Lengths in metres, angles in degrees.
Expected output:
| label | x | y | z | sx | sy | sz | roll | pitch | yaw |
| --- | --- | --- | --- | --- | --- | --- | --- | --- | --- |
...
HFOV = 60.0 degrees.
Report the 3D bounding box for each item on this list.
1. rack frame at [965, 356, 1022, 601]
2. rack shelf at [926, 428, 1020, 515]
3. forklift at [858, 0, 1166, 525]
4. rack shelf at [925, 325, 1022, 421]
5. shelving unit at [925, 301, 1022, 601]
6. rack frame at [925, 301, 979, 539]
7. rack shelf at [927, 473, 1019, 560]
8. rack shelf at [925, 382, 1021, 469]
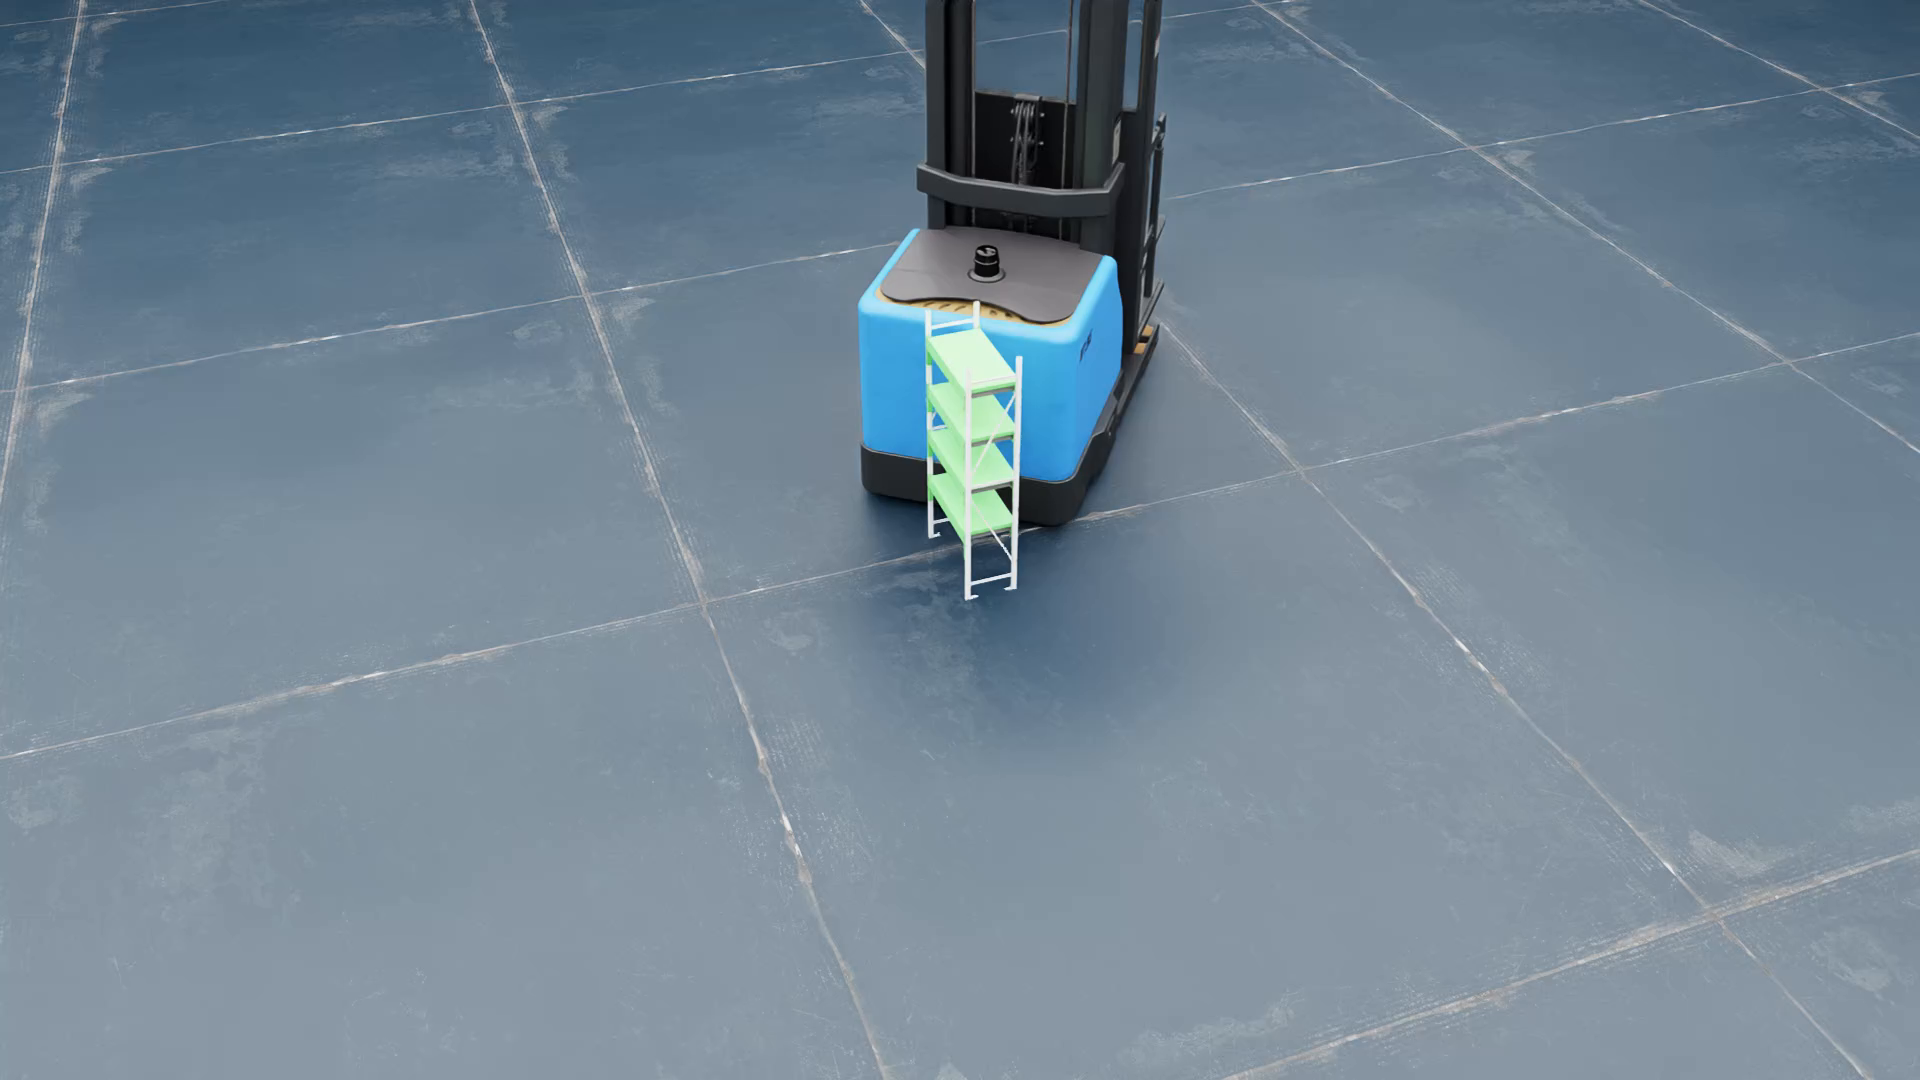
| label | x | y | z | sx | sy | sz | roll | pitch | yaw |
| --- | --- | --- | --- | --- | --- | --- | --- | --- | --- |
| rack frame | 0.137 | -0.238 | 7.069 | 0.240 | 1.200 | 0.015 | -12 | 39 | -16 |
| rack shelf | 0.052 | -0.325 | 7.290 | 0.258 | 0.148 | 0.480 | -12 | 39 | -16 |
| forklift | 0.454 | -2.129 | 8.140 | 1.130 | 2.935 | 3.031 | 11 | 38 | 14 |
| rack shelf | 0.053 | -0.708 | 7.002 | 0.258 | 0.148 | 0.480 | -12 | 39 | -16 |
| shelving unit | 0.052 | -0.376 | 7.252 | 0.258 | 1.200 | 0.503 | -12 | 39 | -16 |
| rack frame | -0.032 | -0.514 | 7.435 | 0.240 | 1.200 | 0.015 | -12 | 39 | -16 |
| rack shelf | 0.052 | -0.133 | 7.435 | 0.258 | 0.148 | 0.480 | -12 | 39 | -16 |
| rack shelf | 0.053 | -0.517 | 7.146 | 0.258 | 0.148 | 0.480 | -12 | 39 | -16 |
